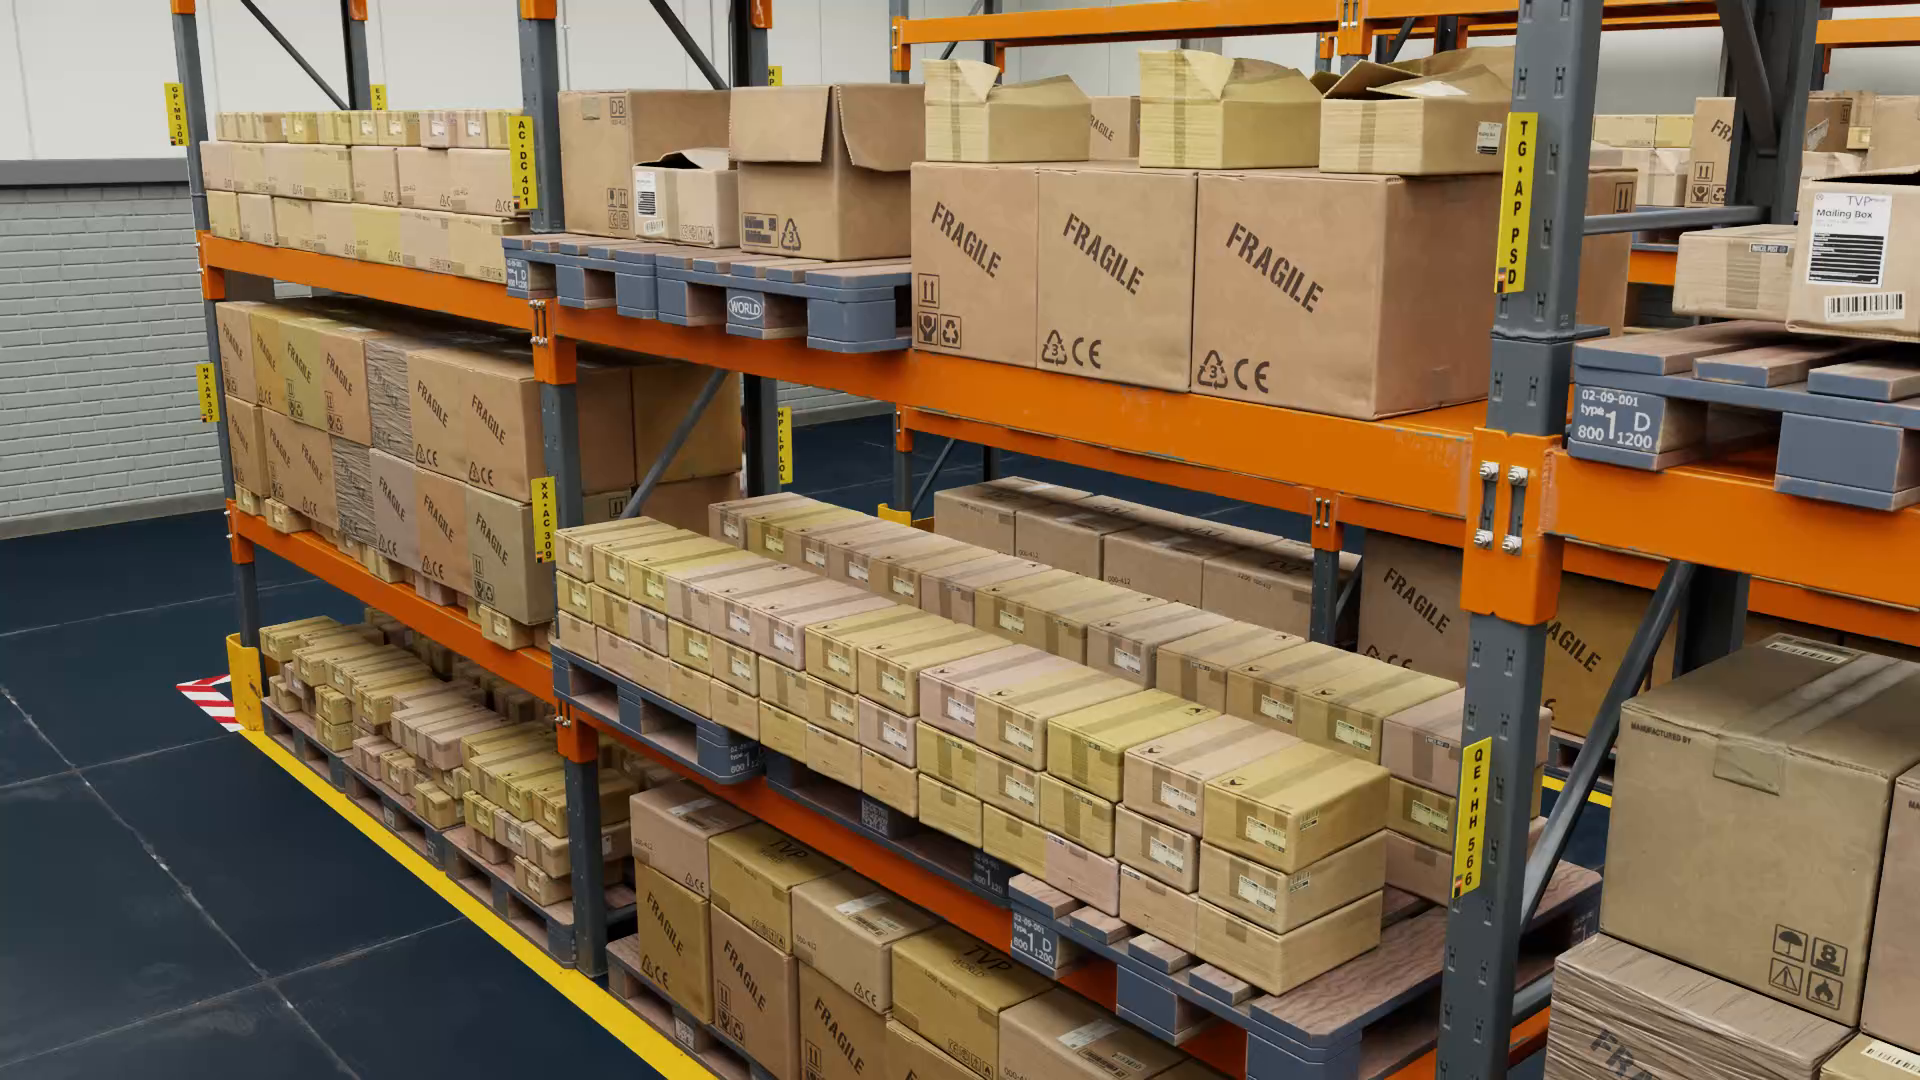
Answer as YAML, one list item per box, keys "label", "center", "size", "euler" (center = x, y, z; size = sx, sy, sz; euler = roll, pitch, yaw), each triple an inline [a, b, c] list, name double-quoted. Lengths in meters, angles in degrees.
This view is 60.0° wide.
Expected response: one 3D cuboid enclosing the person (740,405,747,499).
- label: "person"
  center: [-1.415, -0.002, 10.593]
  size: [0.521, 1.735, 0.458]
  euler: [-1, 14, -4]
